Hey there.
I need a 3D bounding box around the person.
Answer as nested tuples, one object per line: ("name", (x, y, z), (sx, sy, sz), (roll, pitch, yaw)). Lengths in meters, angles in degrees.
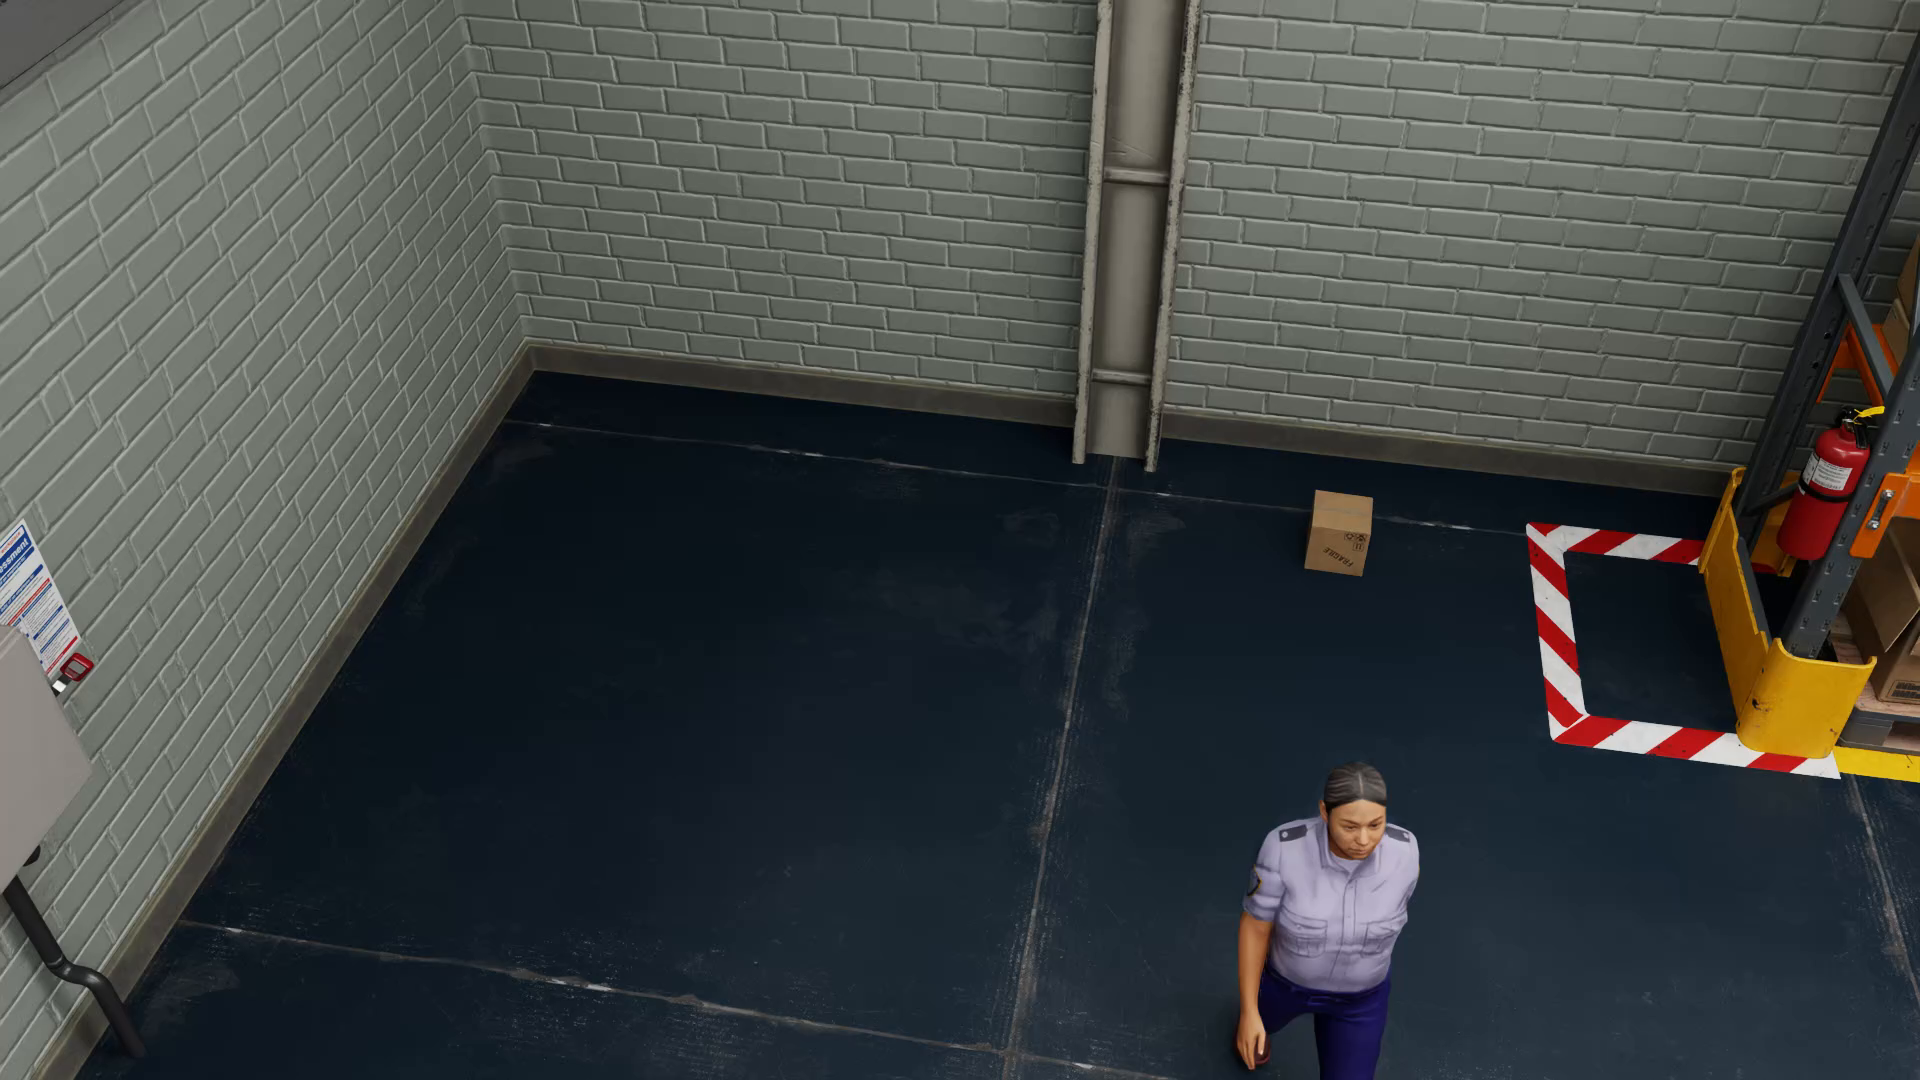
("person", (1.002, 1.263, 4.702), (0.478, 1.588, 0.996), (5, 41, 5))
